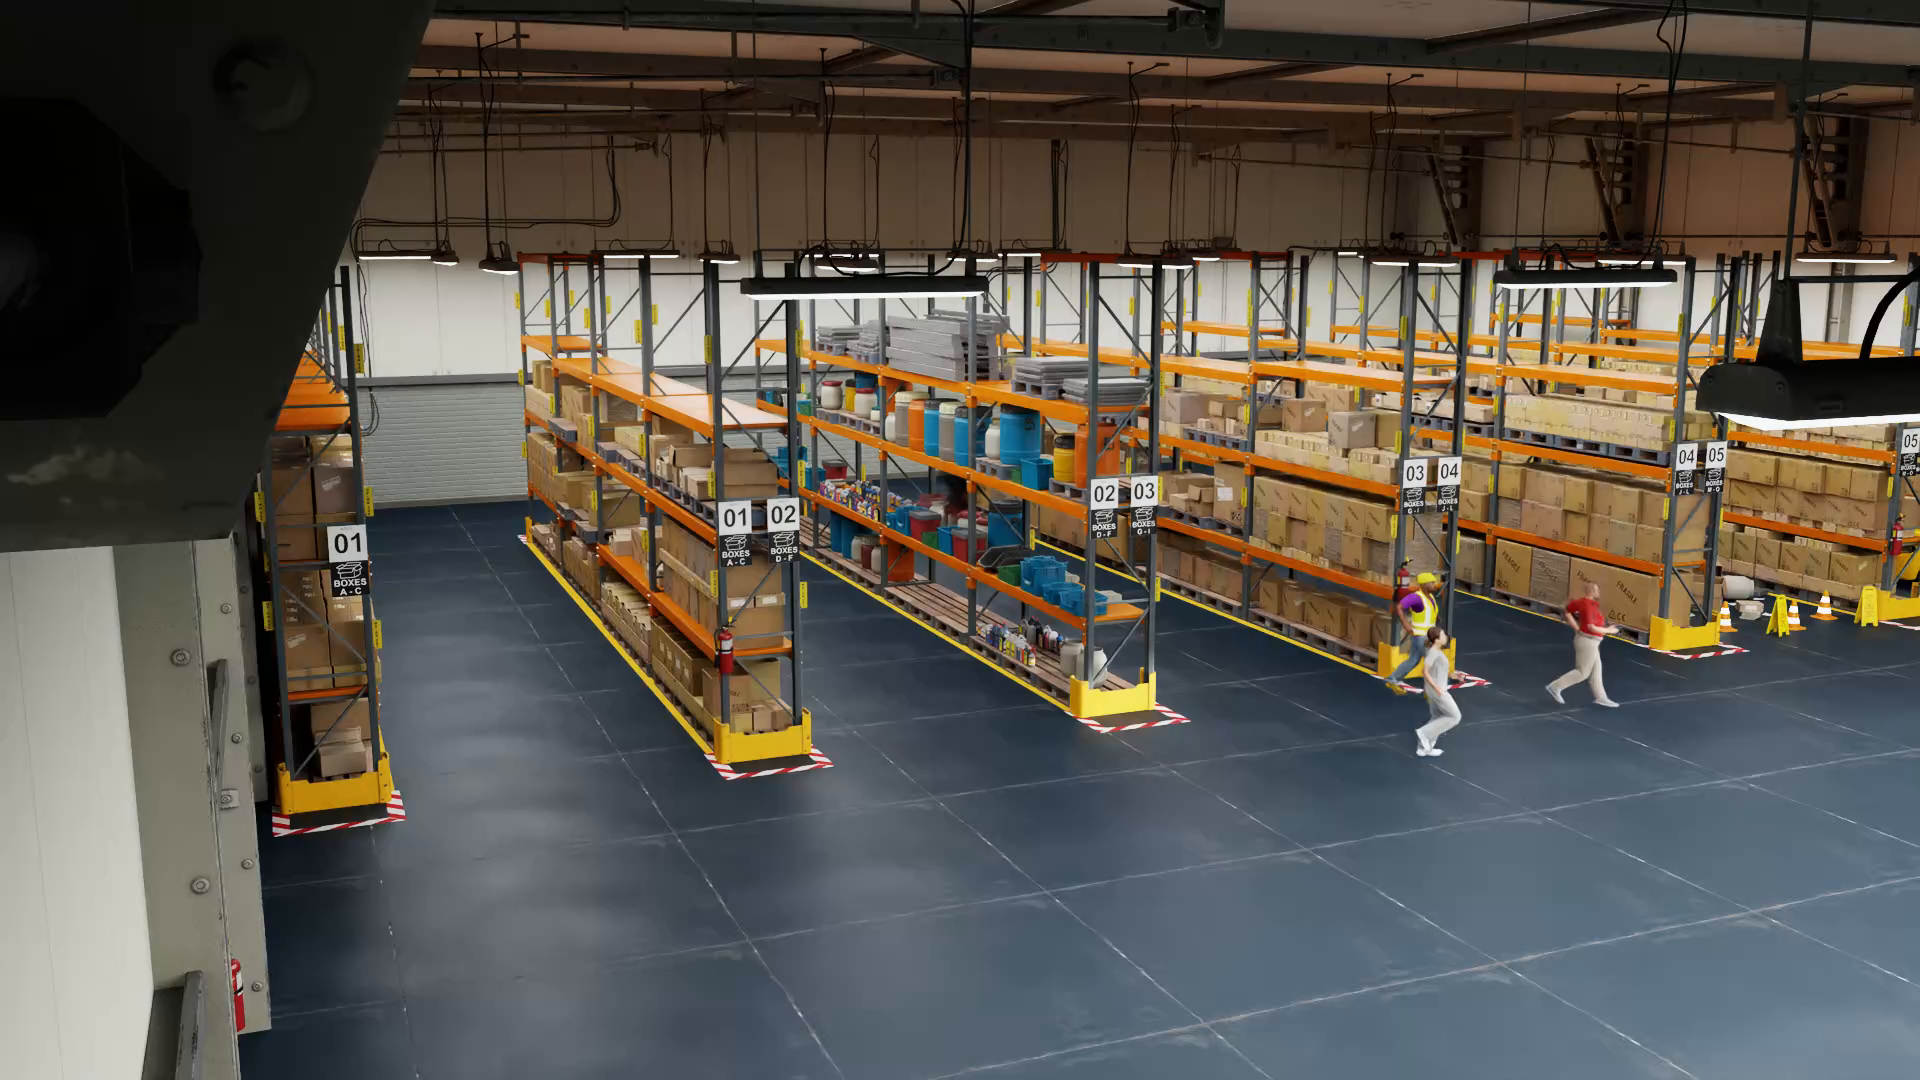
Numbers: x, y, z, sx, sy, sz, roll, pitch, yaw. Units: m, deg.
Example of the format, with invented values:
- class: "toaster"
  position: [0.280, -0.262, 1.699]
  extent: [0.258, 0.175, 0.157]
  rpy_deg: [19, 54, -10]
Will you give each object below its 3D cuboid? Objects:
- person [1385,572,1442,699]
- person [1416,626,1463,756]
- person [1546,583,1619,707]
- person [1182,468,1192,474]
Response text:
- class: "person"
  position: [6.340, 1.343, 22.950]
  extent: [0.834, 1.812, 0.723]
  rpy_deg: [6, 12, 29]
- class: "person"
  position: [5.882, 1.856, 20.362]
  extent: [0.545, 1.624, 0.565]
  rpy_deg: [2, 10, 9]
- class: "person"
  position: [8.434, 1.426, 22.402]
  extent: [0.993, 1.724, 0.663]
  rpy_deg: [1, 10, 8]
- class: "person"
  position: [4.628, -0.635, 33.856]
  extent: [0.623, 1.663, 0.582]
  rpy_deg: [-5, 12, -26]
